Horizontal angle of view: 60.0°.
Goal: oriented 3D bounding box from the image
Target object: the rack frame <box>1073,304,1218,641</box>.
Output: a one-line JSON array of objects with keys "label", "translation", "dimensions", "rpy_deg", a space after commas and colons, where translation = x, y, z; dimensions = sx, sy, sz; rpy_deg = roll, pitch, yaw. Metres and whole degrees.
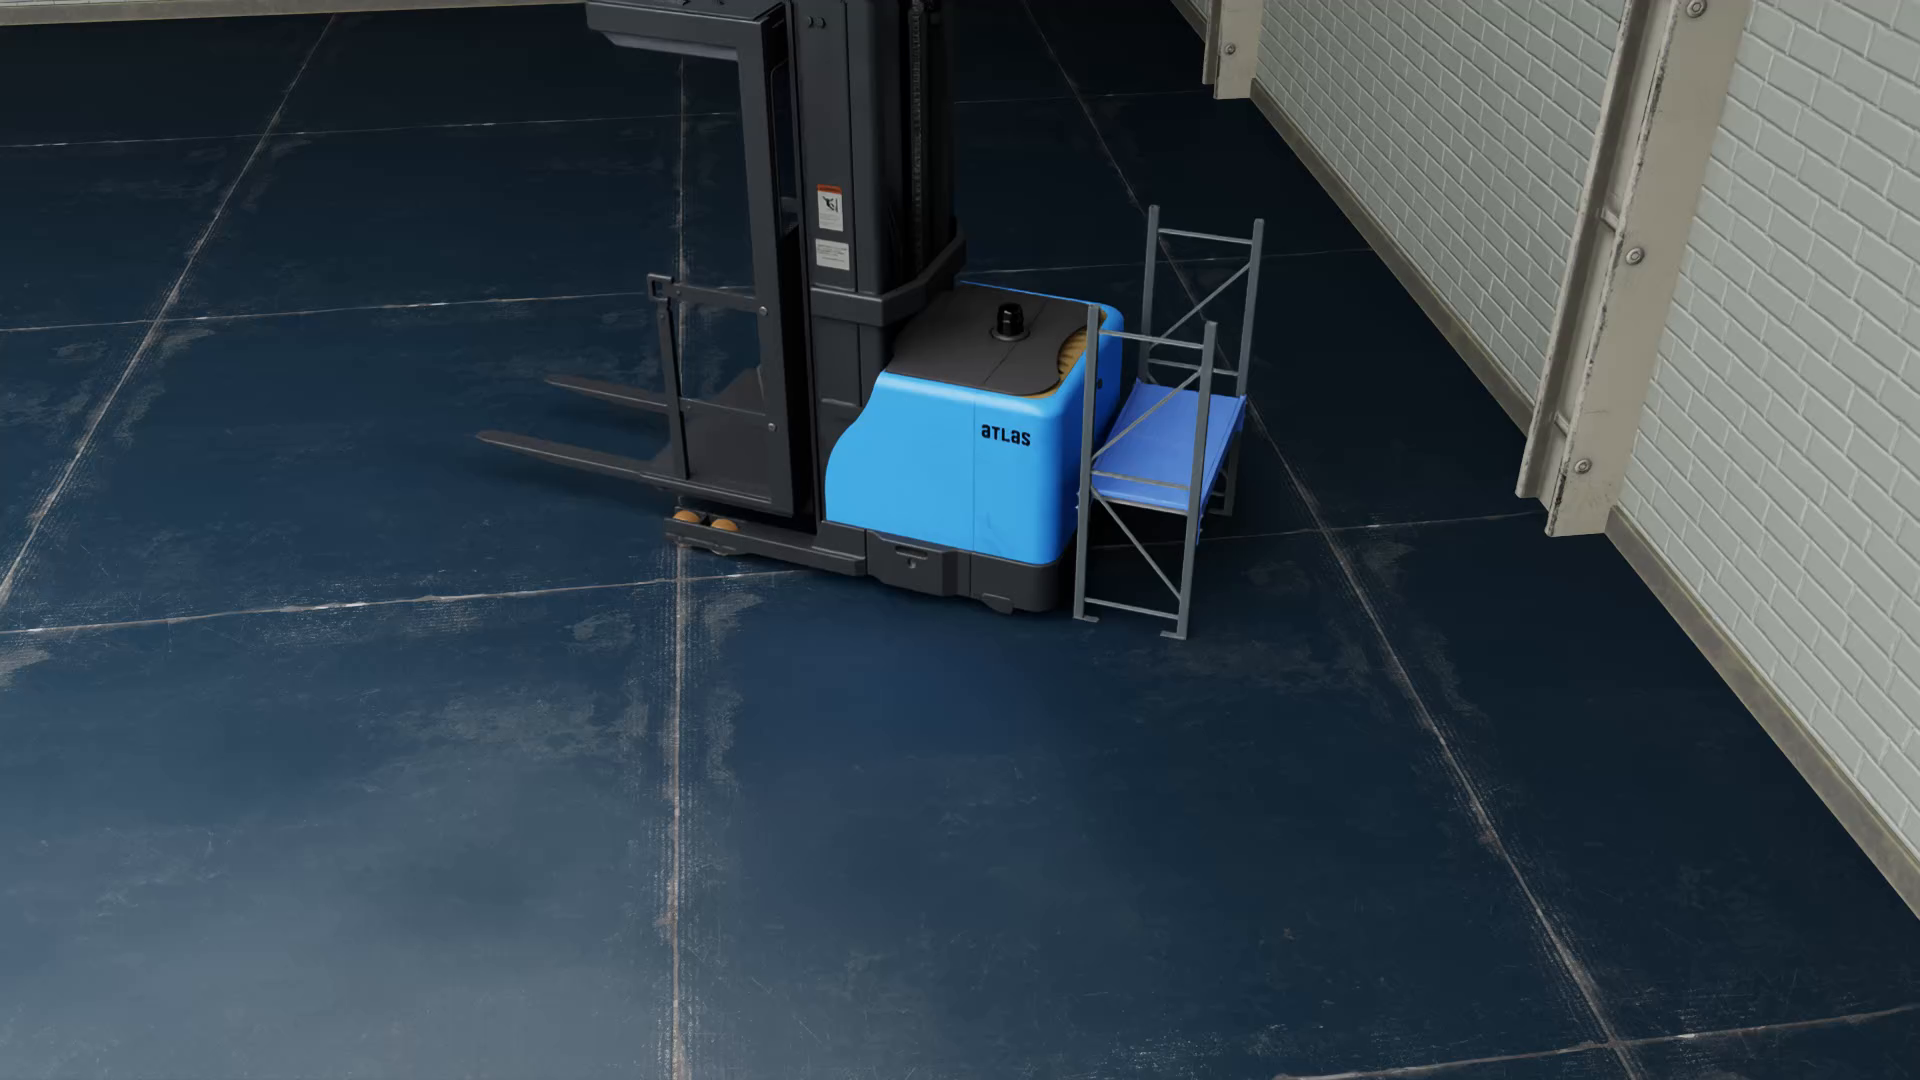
[{"label": "rack frame", "translation": [0.735, -0.241, 6.772], "dimensions": [0.500, 1.500, 0.032], "rpy_deg": [11, 36, 15]}]

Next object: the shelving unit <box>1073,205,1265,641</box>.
[{"label": "shelving unit", "translation": [0.898, -0.512, 7.170], "dimensions": [0.538, 1.500, 1.048], "rpy_deg": [11, 36, 15]}]

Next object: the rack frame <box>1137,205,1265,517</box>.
[{"label": "rack frame", "translation": [1.061, -0.783, 7.568], "dimensions": [0.500, 1.500, 0.032], "rpy_deg": [11, 36, 15]}]

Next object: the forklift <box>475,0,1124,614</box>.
[{"label": "forklift", "translation": [-0.830, -1.403, 7.206], "dimensions": [3.031, 2.935, 1.130], "rpy_deg": [12, 36, 17]}]

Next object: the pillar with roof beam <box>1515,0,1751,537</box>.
[{"label": "pillar with roof beam", "translation": [-1.387, -3.529, 4.938], "dimensions": [9.100, 9.000, 0.400], "rpy_deg": [-4, 35, -6]}]

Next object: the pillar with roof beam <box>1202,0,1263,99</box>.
[{"label": "pillar with roof beam", "translation": [-2.194, -6.877, 9.851], "dimensions": [9.100, 9.000, 0.400], "rpy_deg": [-4, 35, -6]}]

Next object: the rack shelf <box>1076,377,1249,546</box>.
[{"label": "rack shelf", "translation": [0.898, -0.364, 7.271], "dimensions": [0.538, 0.185, 1.000], "rpy_deg": [11, 36, 15]}]
